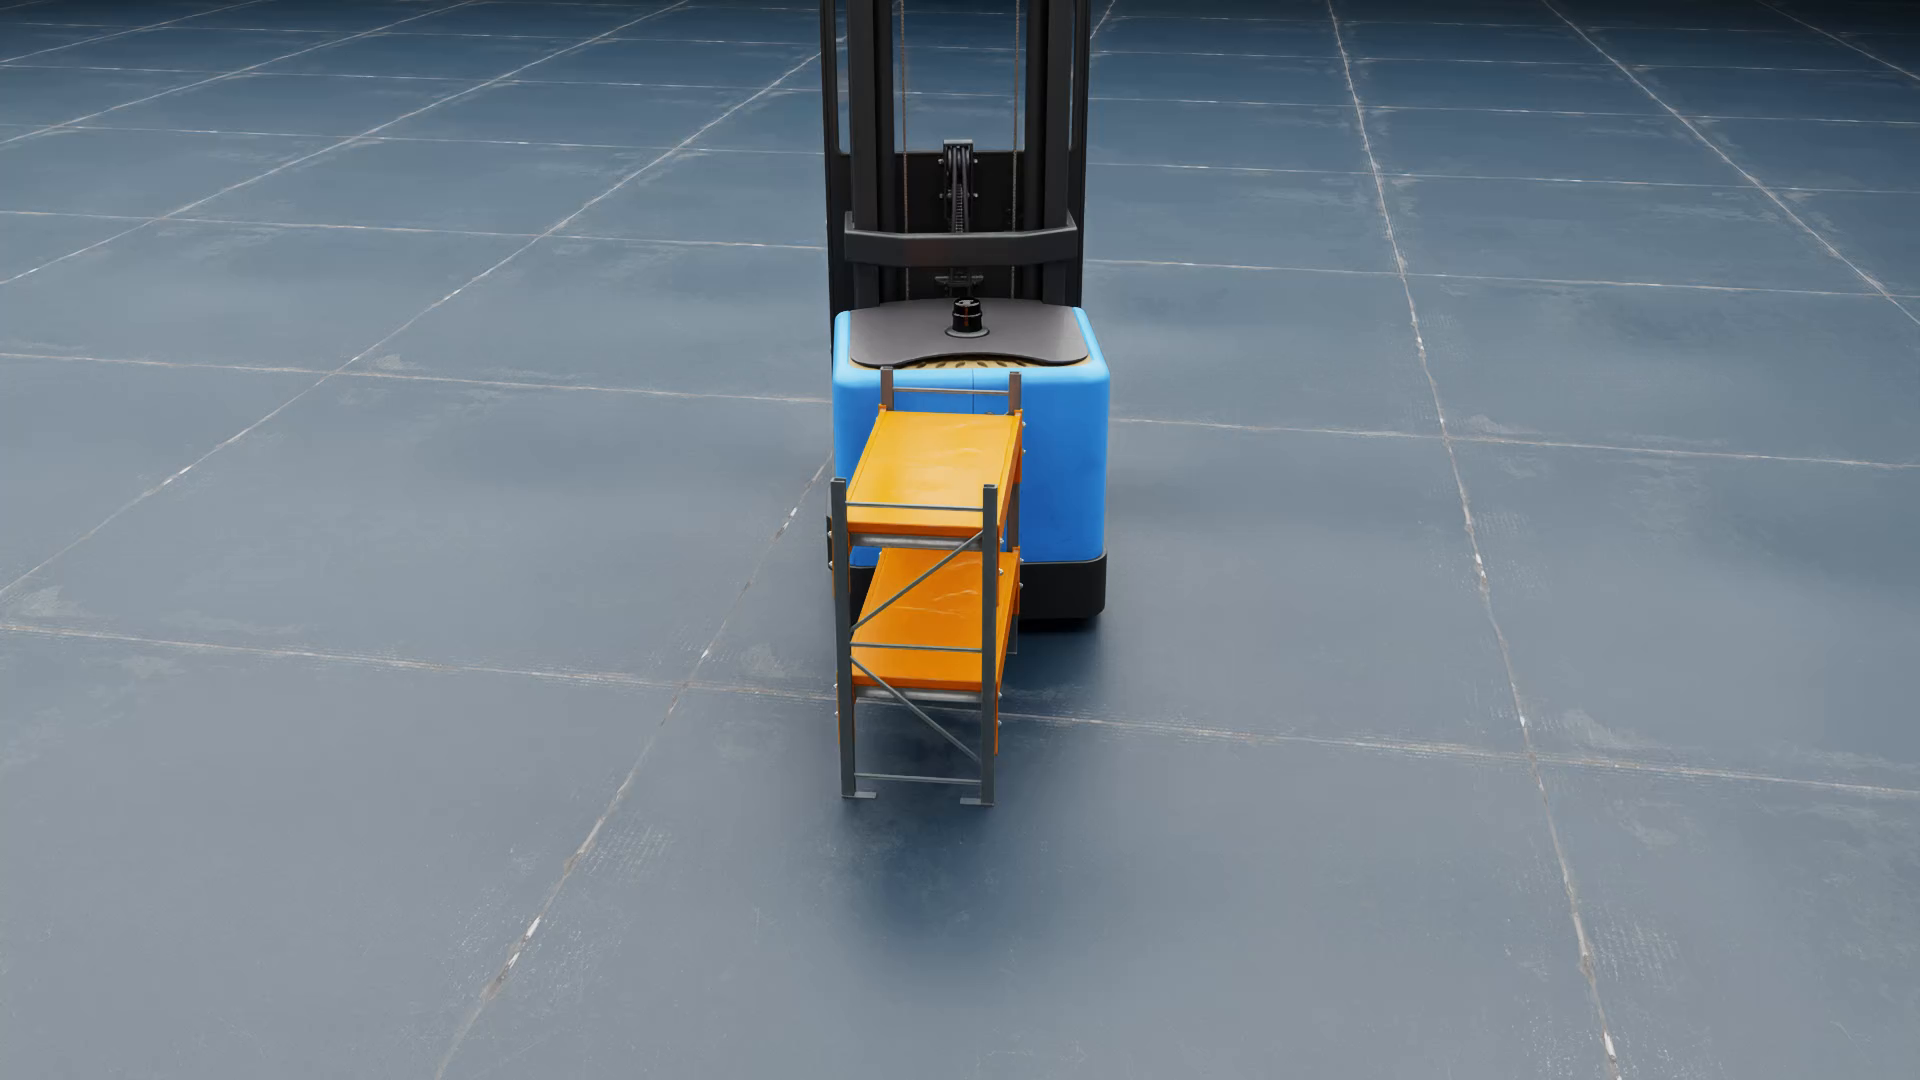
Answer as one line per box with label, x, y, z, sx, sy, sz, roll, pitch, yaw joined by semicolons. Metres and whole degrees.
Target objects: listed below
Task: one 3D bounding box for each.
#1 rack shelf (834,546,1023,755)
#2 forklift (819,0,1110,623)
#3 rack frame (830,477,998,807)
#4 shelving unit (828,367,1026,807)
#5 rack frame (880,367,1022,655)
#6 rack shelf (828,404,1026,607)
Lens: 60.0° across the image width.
rack shelf;-0.085;0.346;5.761;0.538;0.278;1.000;3;25;5
forklift;-0.034;-1.591;7.192;1.130;2.935;3.031;-1;25;-3
rack frame;-0.137;0.339;5.200;0.500;1.125;0.032;3;25;5
shelving unit;-0.085;0.124;5.658;0.538;1.125;1.048;3;25;5
rack frame;-0.032;-0.090;6.116;0.500;1.125;0.032;3;25;5
rack shelf;-0.085;-0.141;5.534;0.538;0.278;1.000;3;25;5
